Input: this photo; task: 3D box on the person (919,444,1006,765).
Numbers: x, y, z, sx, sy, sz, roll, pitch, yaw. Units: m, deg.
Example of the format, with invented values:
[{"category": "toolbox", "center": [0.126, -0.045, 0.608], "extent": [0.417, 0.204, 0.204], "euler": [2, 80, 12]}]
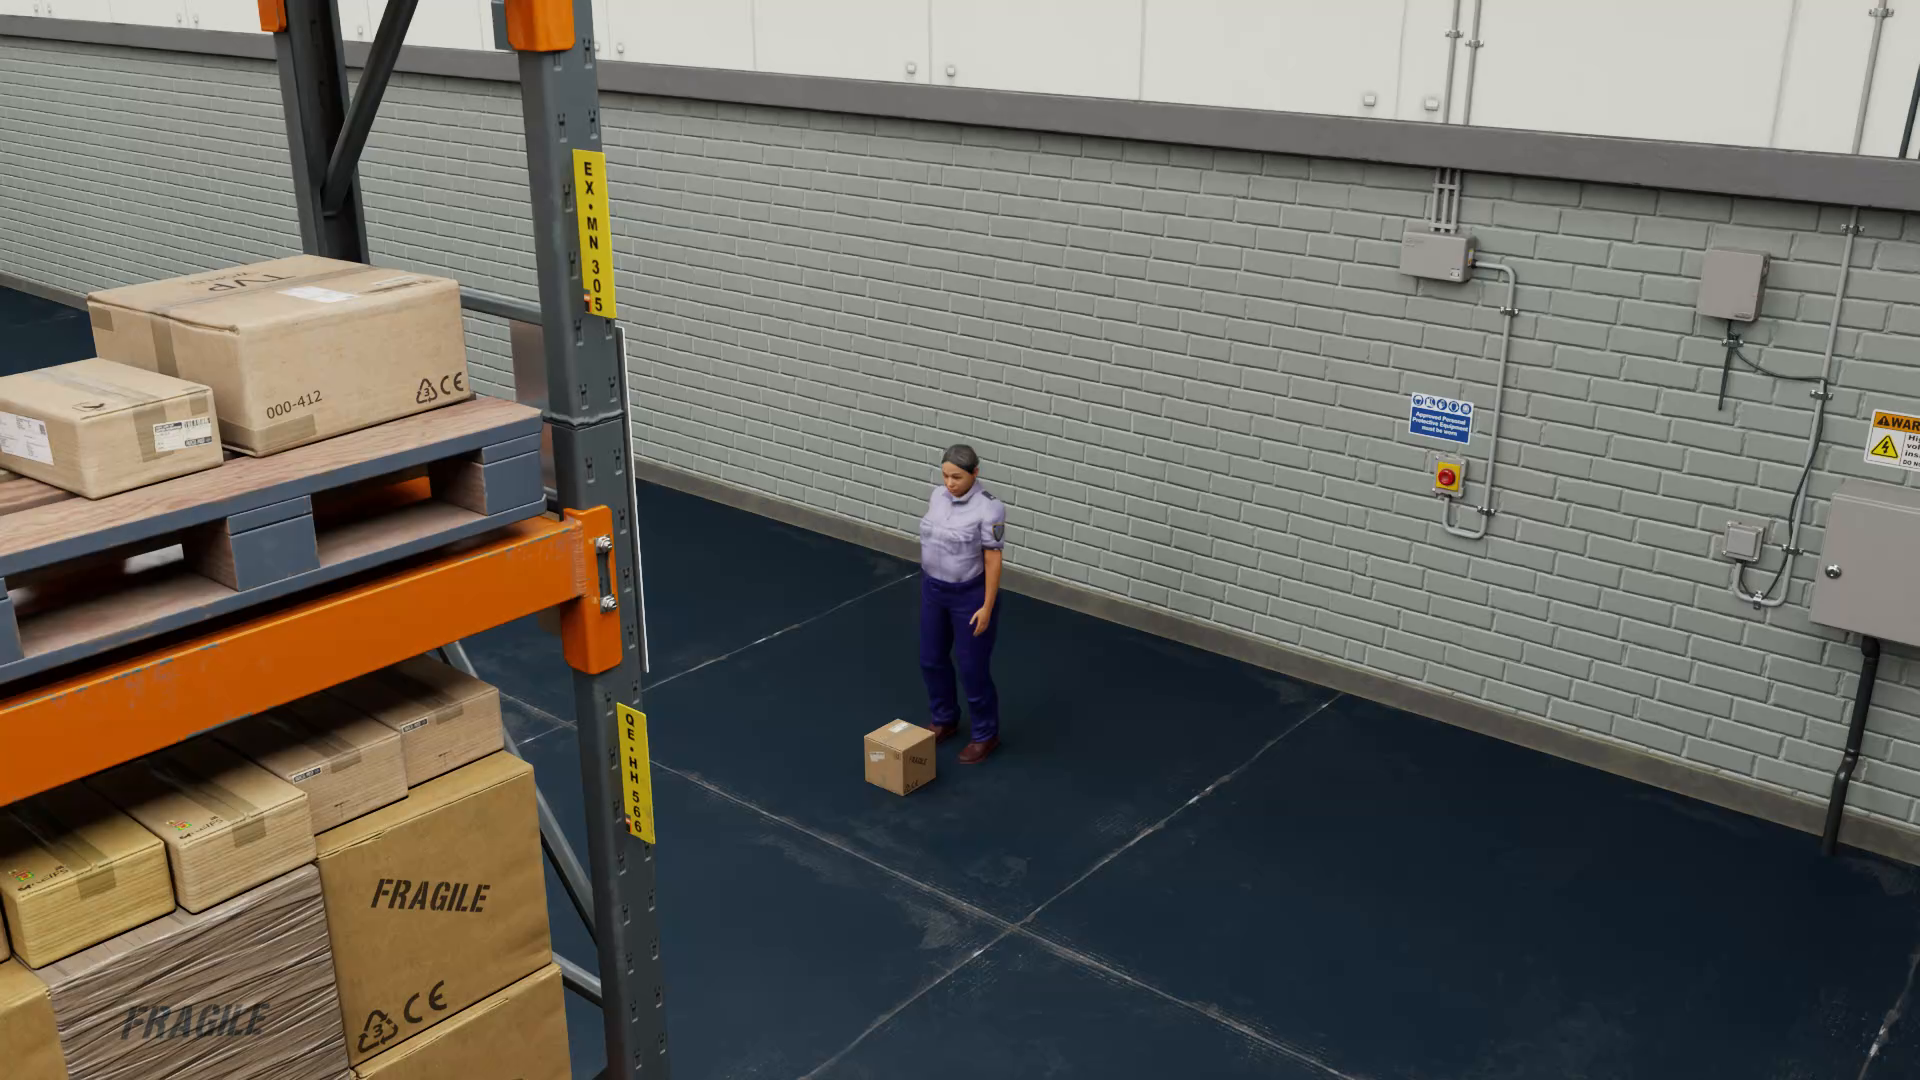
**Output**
[{"category": "person", "center": [0.009, 0.311, 8.306], "extent": [0.473, 1.634, 0.340], "euler": [16, 26, 37]}]
